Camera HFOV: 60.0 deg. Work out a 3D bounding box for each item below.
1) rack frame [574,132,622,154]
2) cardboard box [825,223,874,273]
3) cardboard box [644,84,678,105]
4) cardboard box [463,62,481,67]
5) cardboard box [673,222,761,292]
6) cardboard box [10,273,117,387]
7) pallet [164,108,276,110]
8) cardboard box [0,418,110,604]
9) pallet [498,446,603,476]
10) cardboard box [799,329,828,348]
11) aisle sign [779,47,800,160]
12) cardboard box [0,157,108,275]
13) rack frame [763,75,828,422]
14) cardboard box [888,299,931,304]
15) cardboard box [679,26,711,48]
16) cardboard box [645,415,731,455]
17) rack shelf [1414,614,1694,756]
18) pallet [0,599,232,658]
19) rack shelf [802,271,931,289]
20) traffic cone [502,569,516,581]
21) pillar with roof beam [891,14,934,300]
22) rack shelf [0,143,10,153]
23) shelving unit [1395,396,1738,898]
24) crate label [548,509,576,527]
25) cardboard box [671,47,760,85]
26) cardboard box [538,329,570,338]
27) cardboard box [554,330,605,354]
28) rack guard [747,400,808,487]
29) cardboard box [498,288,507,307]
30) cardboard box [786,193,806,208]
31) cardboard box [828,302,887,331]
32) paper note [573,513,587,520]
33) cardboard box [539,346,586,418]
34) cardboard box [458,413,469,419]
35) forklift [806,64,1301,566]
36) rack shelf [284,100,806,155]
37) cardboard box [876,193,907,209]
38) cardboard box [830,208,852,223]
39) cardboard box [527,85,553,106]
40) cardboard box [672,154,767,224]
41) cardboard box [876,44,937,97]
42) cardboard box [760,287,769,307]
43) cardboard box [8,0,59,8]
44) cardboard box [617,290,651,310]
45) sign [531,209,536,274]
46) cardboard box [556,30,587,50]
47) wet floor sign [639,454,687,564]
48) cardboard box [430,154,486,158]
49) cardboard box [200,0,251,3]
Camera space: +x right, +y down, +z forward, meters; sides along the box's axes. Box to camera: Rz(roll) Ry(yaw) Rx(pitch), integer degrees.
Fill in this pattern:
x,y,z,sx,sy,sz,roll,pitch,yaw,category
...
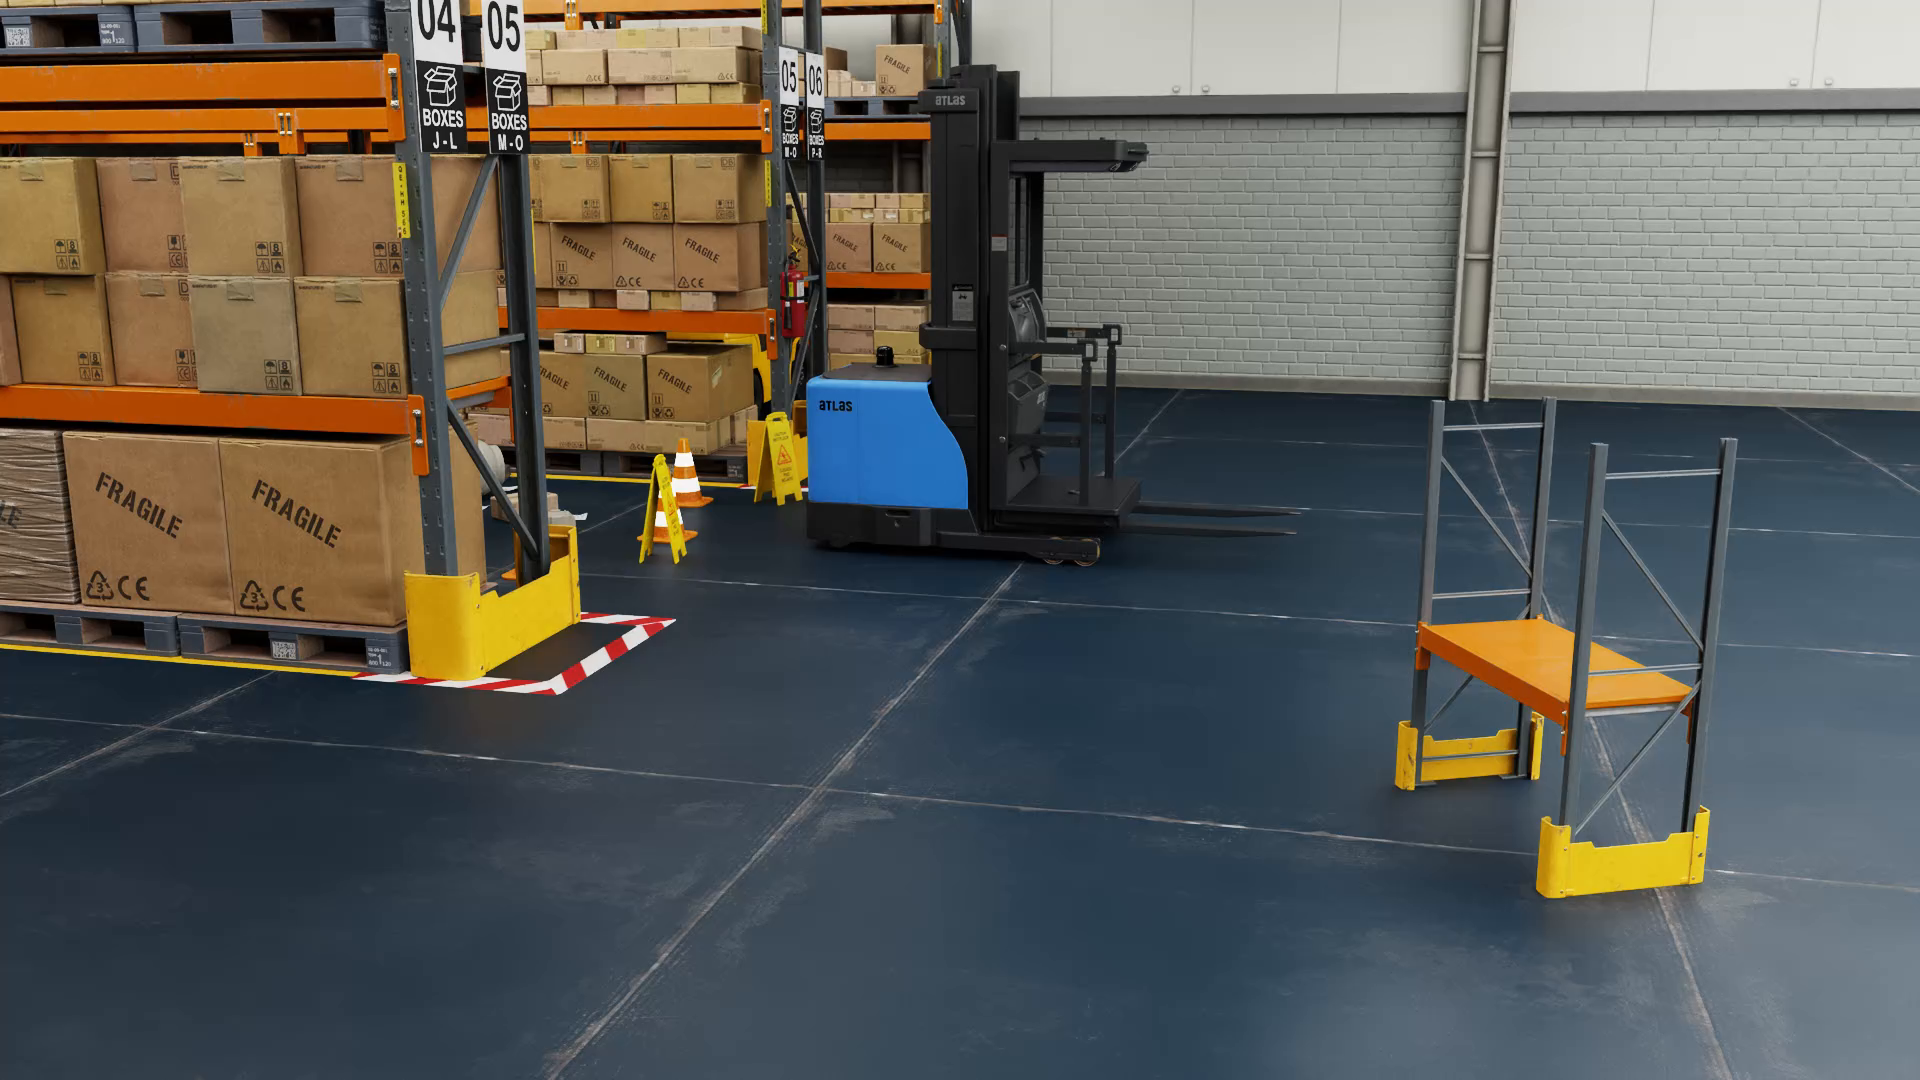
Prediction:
x,y,z,sx,sy,sz,roll,pitch,yaw,category
-3.937,-3.233,18.380,0.127,3.000,1.000,3,13,14,rack frame
-1.095,-3.073,17.429,0.500,0.500,0.500,3,13,15,cardboard box
-2.151,-3.310,12.381,0.250,0.149,0.380,3,13,15,cardboard box
-3.774,-3.591,12.729,0.500,0.250,0.500,3,13,14,cardboard box
-1.832,-2.145,12.561,0.500,0.500,0.500,3,13,13,cardboard box
-4.275,-1.116,8.493,0.500,0.550,0.875,3,13,14,cardboard box
-5.696,-3.616,13.615,1.003,0.211,1.213,3,13,14,pallet
-4.740,-0.217,8.723,0.875,0.875,0.875,3,13,14,cardboard box
-3.274,-0.737,13.569,1.213,0.211,1.003,3,13,14,pallet
-1.591,-2.142,17.688,0.500,0.250,0.500,3,13,12,cardboard box
-1.248,-3.186,12.167,0.004,0.787,0.394,3,13,14,aisle sign
-4.290,-1.630,8.315,0.500,0.550,0.875,3,13,14,cardboard box
-1.239,-1.981,12.738,0.127,3.000,1.000,3,13,14,rack frame
-0.474,-2.441,17.880,0.500,0.250,0.500,3,13,13,cardboard box
-1.879,-3.689,12.250,0.250,0.149,0.380,3,13,15,cardboard box
-2.111,-0.830,12.930,0.500,0.250,0.500,3,13,13,cardboard box
2.092,0.492,5.886,0.538,0.185,1.000,-3,13,-12,rack shelf
-4.302,0.338,8.725,1.213,0.211,1.003,3,13,14,pallet
-1.995,-2.778,17.990,4.000,0.370,1.077,3,13,14,rack shelf
-2.502,-0.023,9.768,0.334,0.463,0.336,3,13,14,traffic cone
-1.545,-5.274,13.731,0.400,9.000,9.100,3,13,14,pillar with roof beam
-13.645,-4.865,20.472,4.000,0.370,1.077,3,13,14,rack shelf
2.090,0.314,5.855,0.587,1.500,1.083,-3,13,-12,shelving unit
-2.679,-0.111,10.920,0.298,0.136,0.250,-4,13,-16,crate label
-1.800,-3.488,12.262,0.500,0.250,0.500,3,13,13,cardboard box
-4.446,-2.303,18.703,0.625,0.625,0.875,4,13,16,cardboard box
-2.950,-1.546,12.927,0.250,0.149,0.380,4,13,16,cardboard box
-1.312,-0.765,13.027,0.348,0.500,1.175,3,13,14,rack guard
-3.402,-1.907,12.983,0.250,0.149,0.380,3,13,13,cardboard box
-1.714,-3.555,17.418,0.250,0.149,0.380,3,13,15,cardboard box
-1.072,-2.360,17.514,0.500,0.250,0.500,3,13,15,cardboard box
-2.633,-0.162,11.394,0.142,0.019,0.148,-1,13,-6,paper note
-3.075,-1.251,13.093,0.500,0.500,0.500,3,13,12,cardboard box
-4.093,-0.939,13.418,0.500,0.250,0.500,4,13,17,cardboard box
0.606,-1.399,10.272,3.031,2.935,1.130,3,13,13,forklift
-3.180,-3.198,12.959,4.000,0.370,1.077,3,13,14,rack shelf
-0.698,-3.516,17.243,0.250,0.149,0.380,3,13,14,cardboard box
-1.187,-3.398,17.397,0.250,0.149,0.380,3,13,13,cardboard box
-3.154,-3.353,12.576,0.250,0.149,0.380,3,13,13,cardboard box
-1.787,-2.644,12.500,0.500,0.500,0.700,3,13,12,cardboard box
-0.541,-4.764,16.924,0.500,0.500,0.500,3,13,15,cardboard box
-1.519,-1.920,13.041,0.250,0.149,0.380,3,13,14,cardboard box
-4.211,-2.556,7.783,0.250,0.149,0.380,3,13,14,cardboard box
-2.427,-1.848,12.716,0.250,0.149,0.380,3,13,15,cardboard box
-2.188,-1.513,8.445,0.005,0.325,0.100,3,13,14,sign
-2.849,-3.756,12.551,0.250,0.149,0.380,3,13,12,cardboard box
-1.824,-0.201,10.148,0.232,0.644,0.267,1,13,4,wet floor sign
-3.775,-2.740,12.931,0.500,0.500,0.700,3,13,12,cardboard box
-3.224,-2.503,7.545,0.250,0.149,0.380,3,13,14,cardboard box
